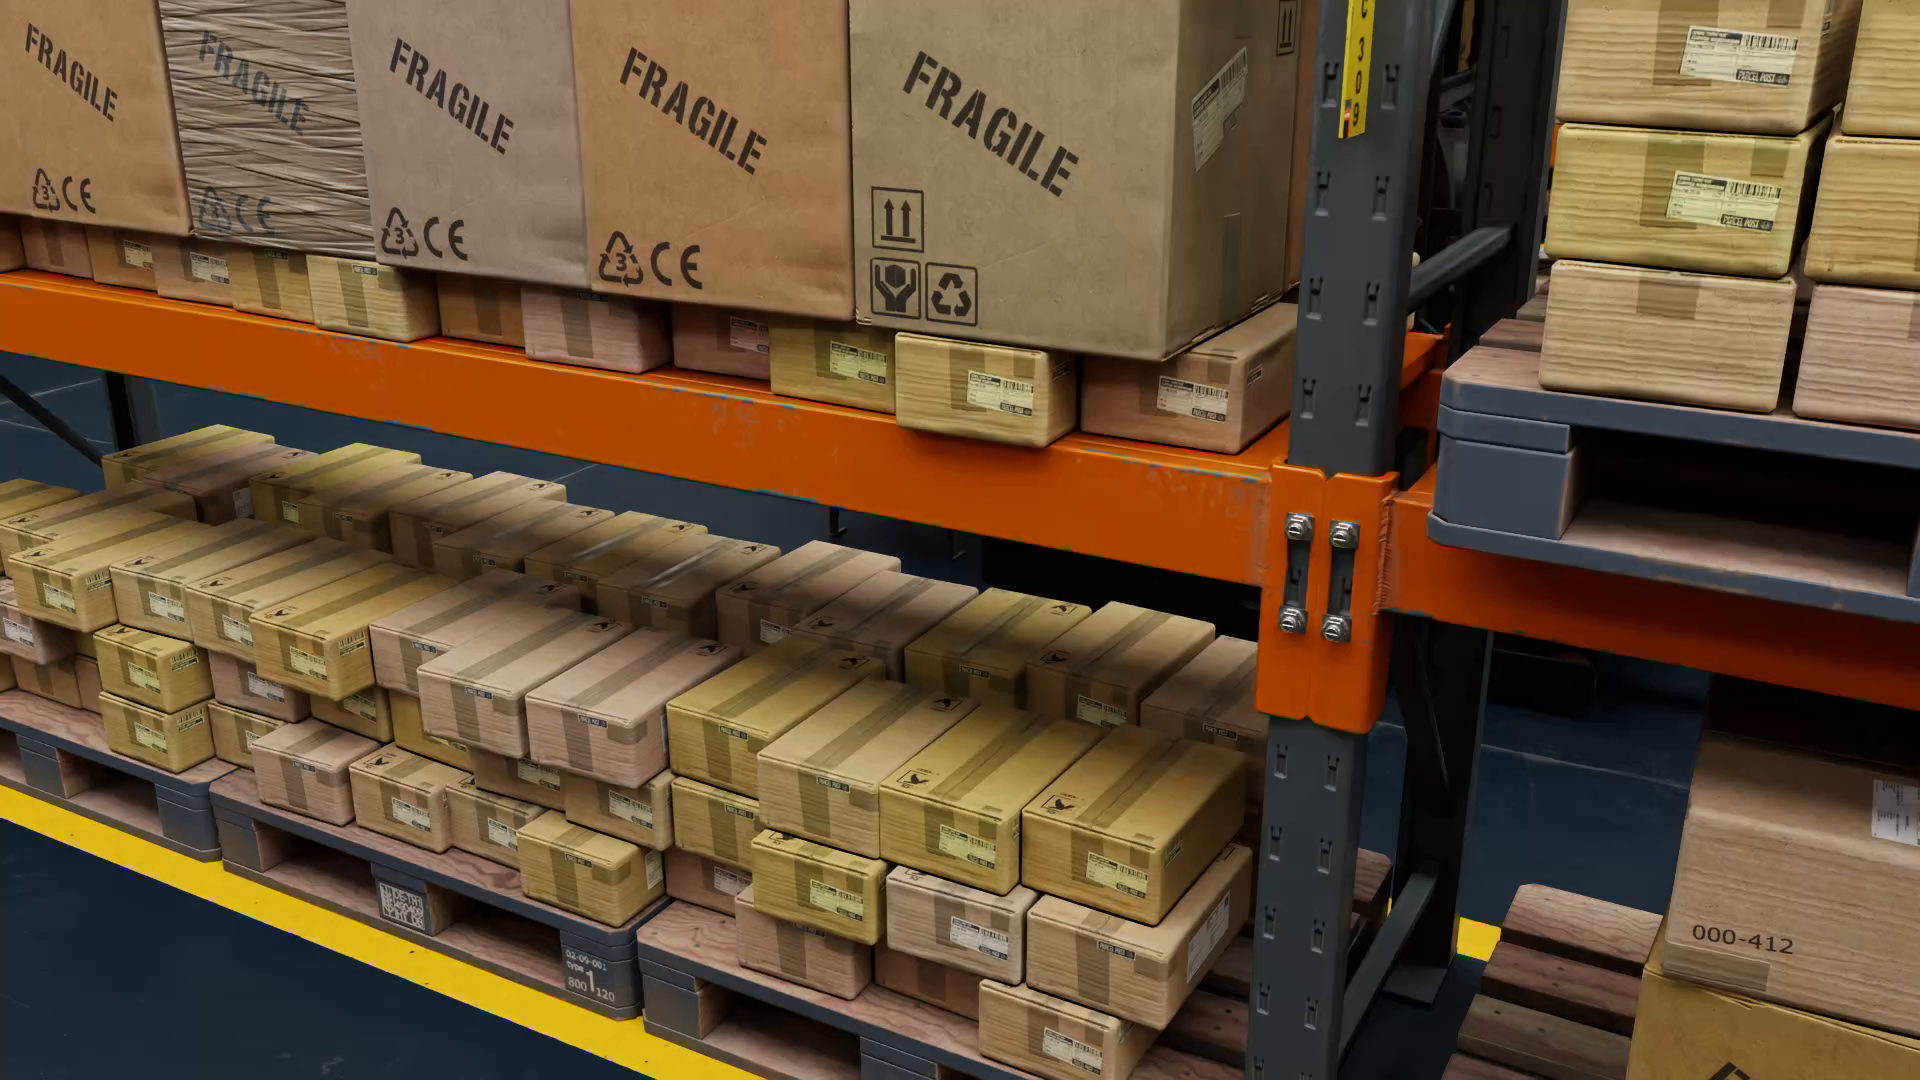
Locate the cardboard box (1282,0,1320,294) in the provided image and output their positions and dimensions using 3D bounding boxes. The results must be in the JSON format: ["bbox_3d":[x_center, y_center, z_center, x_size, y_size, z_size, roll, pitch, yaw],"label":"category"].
[{"bbox_3d":[0.431,-0.750,2.951,0.500,0.500,0.500,10,22,26],"label":"cardboard box"}]

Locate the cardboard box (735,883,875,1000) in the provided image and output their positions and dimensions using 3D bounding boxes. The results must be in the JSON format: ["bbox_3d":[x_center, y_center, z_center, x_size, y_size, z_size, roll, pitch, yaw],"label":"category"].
[{"bbox_3d":[-0.216,0.680,3.156,0.250,0.149,0.380,10,22,26],"label":"cardboard box"}]

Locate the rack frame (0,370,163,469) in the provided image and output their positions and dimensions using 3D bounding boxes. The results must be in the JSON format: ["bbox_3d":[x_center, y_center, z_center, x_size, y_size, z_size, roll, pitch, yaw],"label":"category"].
[{"bbox_3d":[-2.752,-1.071,4.419,0.127,3.000,1.000,11,23,27],"label":"rack frame"}]

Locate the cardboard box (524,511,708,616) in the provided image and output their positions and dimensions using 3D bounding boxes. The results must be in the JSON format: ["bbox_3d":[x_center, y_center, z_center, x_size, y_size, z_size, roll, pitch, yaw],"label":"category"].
[{"bbox_3d":[-0.811,0.071,3.963,0.250,0.149,0.380,11,23,28],"label":"cardboard box"}]

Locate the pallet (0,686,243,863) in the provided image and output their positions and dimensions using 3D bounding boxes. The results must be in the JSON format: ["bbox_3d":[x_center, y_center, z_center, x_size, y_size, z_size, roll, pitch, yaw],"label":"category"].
[{"bbox_3d":[-1.993,0.398,4.458,1.213,0.211,1.003,11,23,27],"label":"pallet"}]

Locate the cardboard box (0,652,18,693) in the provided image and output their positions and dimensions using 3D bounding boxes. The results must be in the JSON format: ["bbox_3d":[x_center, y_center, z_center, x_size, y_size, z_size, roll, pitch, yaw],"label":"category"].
[{"bbox_3d":[-2.450,0.254,4.330,0.250,0.149,0.380,11,23,28],"label":"cardboard box"}]

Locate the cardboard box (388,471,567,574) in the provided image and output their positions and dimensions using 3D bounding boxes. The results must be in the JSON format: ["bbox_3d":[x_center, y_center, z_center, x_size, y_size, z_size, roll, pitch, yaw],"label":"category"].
[{"bbox_3d":[-1.230,-0.041,4.272,0.250,0.149,0.380,12,23,29],"label":"cardboard box"}]

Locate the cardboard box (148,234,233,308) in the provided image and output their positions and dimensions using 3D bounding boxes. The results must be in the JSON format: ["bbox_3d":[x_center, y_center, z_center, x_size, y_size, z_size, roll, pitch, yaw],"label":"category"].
[{"bbox_3d":[-1.458,-0.607,3.507,0.250,0.149,0.380,10,22,26],"label":"cardboard box"}]

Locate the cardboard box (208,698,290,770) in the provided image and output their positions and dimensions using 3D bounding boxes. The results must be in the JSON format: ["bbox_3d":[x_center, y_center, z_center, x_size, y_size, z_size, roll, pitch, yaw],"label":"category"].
[{"bbox_3d":[-1.523,0.402,3.923,0.250,0.149,0.380,11,23,27],"label":"cardboard box"}]

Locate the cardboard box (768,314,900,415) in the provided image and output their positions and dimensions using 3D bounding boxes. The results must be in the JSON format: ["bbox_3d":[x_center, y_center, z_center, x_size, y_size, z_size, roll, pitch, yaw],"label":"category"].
[{"bbox_3d":[-0.105,-0.338,2.767,0.250,0.149,0.380,12,23,29],"label":"cardboard box"}]

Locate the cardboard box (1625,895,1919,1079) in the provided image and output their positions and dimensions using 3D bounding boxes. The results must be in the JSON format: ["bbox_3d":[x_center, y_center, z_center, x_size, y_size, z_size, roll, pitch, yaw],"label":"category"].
[{"bbox_3d":[1.256,0.774,2.383,0.500,0.500,0.500,12,23,29],"label":"cardboard box"}]

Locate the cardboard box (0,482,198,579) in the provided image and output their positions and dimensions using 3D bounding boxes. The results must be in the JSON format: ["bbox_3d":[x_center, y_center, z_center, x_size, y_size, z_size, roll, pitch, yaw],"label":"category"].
[{"bbox_3d":[-2.161,-0.010,4.185,0.250,0.149,0.380,11,23,28],"label":"cardboard box"}]

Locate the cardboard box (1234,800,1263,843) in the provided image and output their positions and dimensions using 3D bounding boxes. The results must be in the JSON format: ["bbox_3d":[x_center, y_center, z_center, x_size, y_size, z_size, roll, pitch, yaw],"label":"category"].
[{"bbox_3d":[0.580,0.442,3.378,0.250,0.149,0.380,12,23,30],"label":"cardboard box"}]

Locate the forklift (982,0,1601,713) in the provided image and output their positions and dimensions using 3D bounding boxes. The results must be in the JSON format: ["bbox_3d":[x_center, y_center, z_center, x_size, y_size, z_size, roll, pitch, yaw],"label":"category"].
[{"bbox_3d":[1.626,-1.110,4.626,3.031,2.935,1.130,9,22,24],"label":"forklift"}]

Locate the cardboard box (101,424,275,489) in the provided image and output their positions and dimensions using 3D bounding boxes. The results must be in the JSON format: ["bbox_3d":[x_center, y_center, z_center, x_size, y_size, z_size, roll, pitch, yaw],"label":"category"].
[{"bbox_3d":[-2.166,-0.195,4.697,0.250,0.149,0.380,11,23,28],"label":"cardboard box"}]

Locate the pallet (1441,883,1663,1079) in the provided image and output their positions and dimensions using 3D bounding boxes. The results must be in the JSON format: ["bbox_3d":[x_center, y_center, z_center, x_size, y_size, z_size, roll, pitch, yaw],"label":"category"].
[{"bbox_3d":[1.421,1.034,2.705,1.213,0.211,1.003,11,23,27],"label":"pallet"}]

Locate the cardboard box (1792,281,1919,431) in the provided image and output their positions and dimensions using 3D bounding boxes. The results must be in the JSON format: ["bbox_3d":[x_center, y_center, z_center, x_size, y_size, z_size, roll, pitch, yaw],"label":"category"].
[{"bbox_3d":[1.105,-0.238,1.876,0.250,0.149,0.380,11,23,28],"label":"cardboard box"}]

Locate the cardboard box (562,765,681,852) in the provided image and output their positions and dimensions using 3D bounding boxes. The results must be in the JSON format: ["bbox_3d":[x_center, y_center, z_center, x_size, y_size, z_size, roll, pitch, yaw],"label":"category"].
[{"bbox_3d":[-0.578,0.451,3.351,0.250,0.149,0.380,11,23,29],"label":"cardboard box"}]

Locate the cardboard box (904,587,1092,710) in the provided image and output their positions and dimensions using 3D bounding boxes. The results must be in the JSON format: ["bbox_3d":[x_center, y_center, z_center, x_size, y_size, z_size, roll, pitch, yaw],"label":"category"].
[{"bbox_3d":[0.084,0.248,3.476,0.250,0.149,0.380,10,22,27],"label":"cardboard box"}]

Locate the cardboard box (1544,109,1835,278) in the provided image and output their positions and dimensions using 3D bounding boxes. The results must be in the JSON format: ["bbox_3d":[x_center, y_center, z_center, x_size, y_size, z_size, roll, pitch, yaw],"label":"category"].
[{"bbox_3d":[0.860,-0.422,1.947,0.250,0.149,0.380,11,23,28],"label":"cardboard box"}]

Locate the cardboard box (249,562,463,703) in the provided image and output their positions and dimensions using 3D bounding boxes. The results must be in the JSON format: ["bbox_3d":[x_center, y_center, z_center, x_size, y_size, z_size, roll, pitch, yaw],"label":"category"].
[{"bbox_3d":[-1.301,0.193,3.626,0.250,0.149,0.380,11,23,28],"label":"cardboard box"}]

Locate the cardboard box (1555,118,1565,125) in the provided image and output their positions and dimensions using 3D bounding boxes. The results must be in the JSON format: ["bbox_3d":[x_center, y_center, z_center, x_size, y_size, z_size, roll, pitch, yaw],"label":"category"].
[{"bbox_3d":[2.537,-1.944,6.680,0.500,0.500,0.500,11,23,28],"label":"cardboard box"}]

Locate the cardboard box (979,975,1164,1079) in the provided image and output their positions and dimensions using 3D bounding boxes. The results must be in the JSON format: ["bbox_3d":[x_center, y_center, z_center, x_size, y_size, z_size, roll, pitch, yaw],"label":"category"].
[{"bbox_3d":[0.232,0.773,2.900,0.250,0.149,0.380,11,23,28],"label":"cardboard box"}]

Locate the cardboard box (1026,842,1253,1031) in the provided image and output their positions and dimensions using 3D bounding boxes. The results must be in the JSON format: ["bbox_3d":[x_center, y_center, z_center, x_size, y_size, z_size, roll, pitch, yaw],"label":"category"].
[{"bbox_3d":[0.310,0.639,2.832,0.250,0.149,0.380,11,23,28],"label":"cardboard box"}]

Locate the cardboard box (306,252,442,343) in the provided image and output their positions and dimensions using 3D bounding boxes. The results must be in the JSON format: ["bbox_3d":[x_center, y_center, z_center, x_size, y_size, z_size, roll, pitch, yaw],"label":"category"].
[{"bbox_3d":[-1.023,-0.504,3.224,0.250,0.149,0.380,11,23,28],"label":"cardboard box"}]

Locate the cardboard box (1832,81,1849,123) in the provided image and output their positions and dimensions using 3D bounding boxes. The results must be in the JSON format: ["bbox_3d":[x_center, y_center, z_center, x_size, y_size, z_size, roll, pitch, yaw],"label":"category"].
[{"bbox_3d":[1.184,-0.618,2.485,0.250,0.149,0.380,12,23,29],"label":"cardboard box"}]

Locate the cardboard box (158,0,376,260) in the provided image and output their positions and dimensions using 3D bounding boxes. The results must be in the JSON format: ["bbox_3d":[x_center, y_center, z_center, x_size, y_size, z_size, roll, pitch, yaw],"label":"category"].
[{"bbox_3d":[-1.145,-0.851,3.230,0.500,0.500,0.500,10,22,26],"label":"cardboard box"}]

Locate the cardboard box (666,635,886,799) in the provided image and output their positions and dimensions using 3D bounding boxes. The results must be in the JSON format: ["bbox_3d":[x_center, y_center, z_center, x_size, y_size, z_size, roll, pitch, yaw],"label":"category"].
[{"bbox_3d":[-0.349,0.339,3.223,0.250,0.149,0.380,12,23,29],"label":"cardboard box"}]

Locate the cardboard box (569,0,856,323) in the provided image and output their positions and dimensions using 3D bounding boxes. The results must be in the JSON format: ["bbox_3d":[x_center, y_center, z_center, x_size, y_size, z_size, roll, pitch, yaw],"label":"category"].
[{"bbox_3d":[-0.272,-0.676,2.746,0.500,0.500,0.500,10,22,26],"label":"cardboard box"}]

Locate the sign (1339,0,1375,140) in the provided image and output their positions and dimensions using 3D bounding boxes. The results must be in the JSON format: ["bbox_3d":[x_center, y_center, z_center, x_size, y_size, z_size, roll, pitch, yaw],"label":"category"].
[{"bbox_3d":[0.483,-0.650,1.988,0.005,0.325,0.100,11,23,27],"label":"sign"}]

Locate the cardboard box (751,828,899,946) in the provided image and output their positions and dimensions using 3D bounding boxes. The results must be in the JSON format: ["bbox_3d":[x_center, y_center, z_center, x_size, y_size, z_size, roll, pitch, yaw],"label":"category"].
[{"bbox_3d":[-0.174,0.559,3.054,0.250,0.149,0.380,10,22,25],"label":"cardboard box"}]

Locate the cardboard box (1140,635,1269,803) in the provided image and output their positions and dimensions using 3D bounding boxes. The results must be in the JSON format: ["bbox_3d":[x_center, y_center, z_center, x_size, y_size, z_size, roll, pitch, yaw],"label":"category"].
[{"bbox_3d":[0.541,0.338,3.226,0.250,0.149,0.380,12,23,29],"label":"cardboard box"}]

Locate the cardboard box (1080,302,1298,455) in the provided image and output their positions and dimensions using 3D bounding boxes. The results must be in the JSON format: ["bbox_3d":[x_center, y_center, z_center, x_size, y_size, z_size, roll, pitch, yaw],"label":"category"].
[{"bbox_3d":[0.377,-0.265,2.567,0.250,0.149,0.380,11,22,27],"label":"cardboard box"}]

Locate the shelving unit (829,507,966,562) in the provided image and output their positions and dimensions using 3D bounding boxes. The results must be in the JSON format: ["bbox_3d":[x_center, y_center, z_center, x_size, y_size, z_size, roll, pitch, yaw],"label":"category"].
[{"bbox_3d":[-0.144,-1.015,5.583,0.503,2.100,0.431,11,23,27],"label":"shelving unit"}]

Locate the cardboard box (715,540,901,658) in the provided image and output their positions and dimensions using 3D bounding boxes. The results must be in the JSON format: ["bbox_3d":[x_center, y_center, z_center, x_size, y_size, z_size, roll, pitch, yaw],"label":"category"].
[{"bbox_3d":[-0.337,0.144,3.761,0.250,0.149,0.380,11,23,28],"label":"cardboard box"}]

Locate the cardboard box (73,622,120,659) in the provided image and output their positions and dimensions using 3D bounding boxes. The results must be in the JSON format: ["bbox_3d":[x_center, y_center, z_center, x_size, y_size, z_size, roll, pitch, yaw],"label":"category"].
[{"bbox_3d":[-1.951,0.172,4.120,0.250,0.149,0.380,11,23,28],"label":"cardboard box"}]

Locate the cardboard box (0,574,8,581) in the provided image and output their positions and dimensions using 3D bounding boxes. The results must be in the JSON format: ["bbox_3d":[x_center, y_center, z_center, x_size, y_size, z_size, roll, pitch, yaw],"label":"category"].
[{"bbox_3d":[-2.419,0.096,4.332,0.250,0.149,0.380,12,23,30],"label":"cardboard box"}]

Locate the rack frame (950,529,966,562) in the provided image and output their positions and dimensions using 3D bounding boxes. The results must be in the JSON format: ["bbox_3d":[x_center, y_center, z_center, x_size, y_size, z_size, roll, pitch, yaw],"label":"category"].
[{"bbox_3d":[0.069,-0.974,5.471,0.015,2.100,0.400,11,23,27],"label":"rack frame"}]

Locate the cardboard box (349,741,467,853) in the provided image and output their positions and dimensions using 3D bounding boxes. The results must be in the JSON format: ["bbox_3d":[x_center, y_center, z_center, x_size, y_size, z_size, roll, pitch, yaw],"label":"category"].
[{"bbox_3d":[-1.093,0.507,3.632,0.250,0.149,0.380,11,23,27],"label":"cardboard box"}]

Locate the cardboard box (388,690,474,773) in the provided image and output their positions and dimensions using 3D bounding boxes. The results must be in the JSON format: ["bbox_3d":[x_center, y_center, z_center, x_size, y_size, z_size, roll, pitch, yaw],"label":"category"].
[{"bbox_3d":[-1.014,0.344,3.647,0.250,0.149,0.380,12,23,30],"label":"cardboard box"}]

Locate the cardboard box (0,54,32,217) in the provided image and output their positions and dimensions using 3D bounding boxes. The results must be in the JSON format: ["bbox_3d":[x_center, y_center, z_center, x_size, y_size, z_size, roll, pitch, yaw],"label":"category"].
[{"bbox_3d":[-2.015,-1.019,3.694,0.500,0.500,0.500,11,23,27],"label":"cardboard box"}]

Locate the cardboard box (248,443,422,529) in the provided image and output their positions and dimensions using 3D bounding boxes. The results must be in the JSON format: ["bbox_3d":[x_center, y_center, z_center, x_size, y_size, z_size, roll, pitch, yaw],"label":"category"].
[{"bbox_3d":[-1.686,-0.131,4.520,0.250,0.149,0.380,10,22,26],"label":"cardboard box"}]

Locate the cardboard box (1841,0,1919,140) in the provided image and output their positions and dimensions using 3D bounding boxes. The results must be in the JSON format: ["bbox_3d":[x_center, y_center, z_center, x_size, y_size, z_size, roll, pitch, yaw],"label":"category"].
[{"bbox_3d":[1.107,-0.518,1.774,0.250,0.149,0.380,11,23,29],"label":"cardboard box"}]

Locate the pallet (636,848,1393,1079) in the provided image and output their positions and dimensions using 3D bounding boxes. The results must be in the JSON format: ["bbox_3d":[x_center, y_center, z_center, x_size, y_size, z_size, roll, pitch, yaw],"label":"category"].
[{"bbox_3d":[0.137,0.804,3.339,1.213,0.211,1.003,11,23,27],"label":"pallet"}]

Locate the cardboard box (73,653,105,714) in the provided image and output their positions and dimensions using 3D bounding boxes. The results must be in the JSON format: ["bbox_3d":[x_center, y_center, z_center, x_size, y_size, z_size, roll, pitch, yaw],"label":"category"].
[{"bbox_3d":[-1.962,0.313,4.169,0.250,0.149,0.380,11,23,28],"label":"cardboard box"}]

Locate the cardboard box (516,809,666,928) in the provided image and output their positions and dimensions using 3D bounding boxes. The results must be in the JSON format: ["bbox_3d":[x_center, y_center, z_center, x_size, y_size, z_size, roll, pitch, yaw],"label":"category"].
[{"bbox_3d":[-0.672,0.601,3.374,0.250,0.149,0.380,11,23,27],"label":"cardboard box"}]

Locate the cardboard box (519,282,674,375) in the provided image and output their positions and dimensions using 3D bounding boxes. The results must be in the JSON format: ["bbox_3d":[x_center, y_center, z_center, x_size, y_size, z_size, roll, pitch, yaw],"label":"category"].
[{"bbox_3d":[-0.570,-0.425,3.005,0.250,0.149,0.380,10,22,25],"label":"cardboard box"}]

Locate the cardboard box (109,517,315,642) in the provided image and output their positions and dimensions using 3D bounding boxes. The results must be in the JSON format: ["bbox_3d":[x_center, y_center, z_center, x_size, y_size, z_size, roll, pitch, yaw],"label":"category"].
[{"bbox_3d":[-1.746,0.087,3.919,0.250,0.149,0.380,10,22,25],"label":"cardboard box"}]

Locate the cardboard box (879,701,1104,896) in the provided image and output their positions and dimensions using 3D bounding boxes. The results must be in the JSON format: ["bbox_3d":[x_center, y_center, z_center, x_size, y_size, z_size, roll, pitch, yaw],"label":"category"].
[{"bbox_3d":[0.060,0.445,2.932,0.250,0.149,0.380,11,23,28],"label":"cardboard box"}]

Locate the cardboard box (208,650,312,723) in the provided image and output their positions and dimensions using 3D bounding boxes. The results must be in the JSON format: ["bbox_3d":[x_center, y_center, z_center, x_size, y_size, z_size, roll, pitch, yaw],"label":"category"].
[{"bbox_3d":[-1.502,0.263,3.870,0.250,0.149,0.380,10,22,25],"label":"cardboard box"}]

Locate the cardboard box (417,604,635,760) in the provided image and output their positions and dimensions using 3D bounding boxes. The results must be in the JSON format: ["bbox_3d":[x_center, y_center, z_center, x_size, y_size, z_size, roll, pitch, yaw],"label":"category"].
[{"bbox_3d":[-0.872,0.281,3.385,0.250,0.149,0.380,10,22,25],"label":"cardboard box"}]

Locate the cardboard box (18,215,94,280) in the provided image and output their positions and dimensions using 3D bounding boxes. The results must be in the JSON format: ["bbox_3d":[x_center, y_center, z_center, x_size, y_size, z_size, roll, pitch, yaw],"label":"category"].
[{"bbox_3d":[-1.884,-0.708,3.788,0.250,0.149,0.380,12,23,30],"label":"cardboard box"}]

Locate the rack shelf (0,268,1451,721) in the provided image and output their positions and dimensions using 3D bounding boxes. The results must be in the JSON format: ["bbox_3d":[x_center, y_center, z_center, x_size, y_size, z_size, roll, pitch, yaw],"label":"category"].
[{"bbox_3d":[-1.006,-0.400,3.624,4.000,0.370,1.077,11,23,27],"label":"rack shelf"}]

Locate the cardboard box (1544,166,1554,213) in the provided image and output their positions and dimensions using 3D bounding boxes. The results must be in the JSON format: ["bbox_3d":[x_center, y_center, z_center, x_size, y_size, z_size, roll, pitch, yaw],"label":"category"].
[{"bbox_3d":[4.113,-2.606,11.700,0.500,0.500,0.700,10,22,25],"label":"cardboard box"}]
